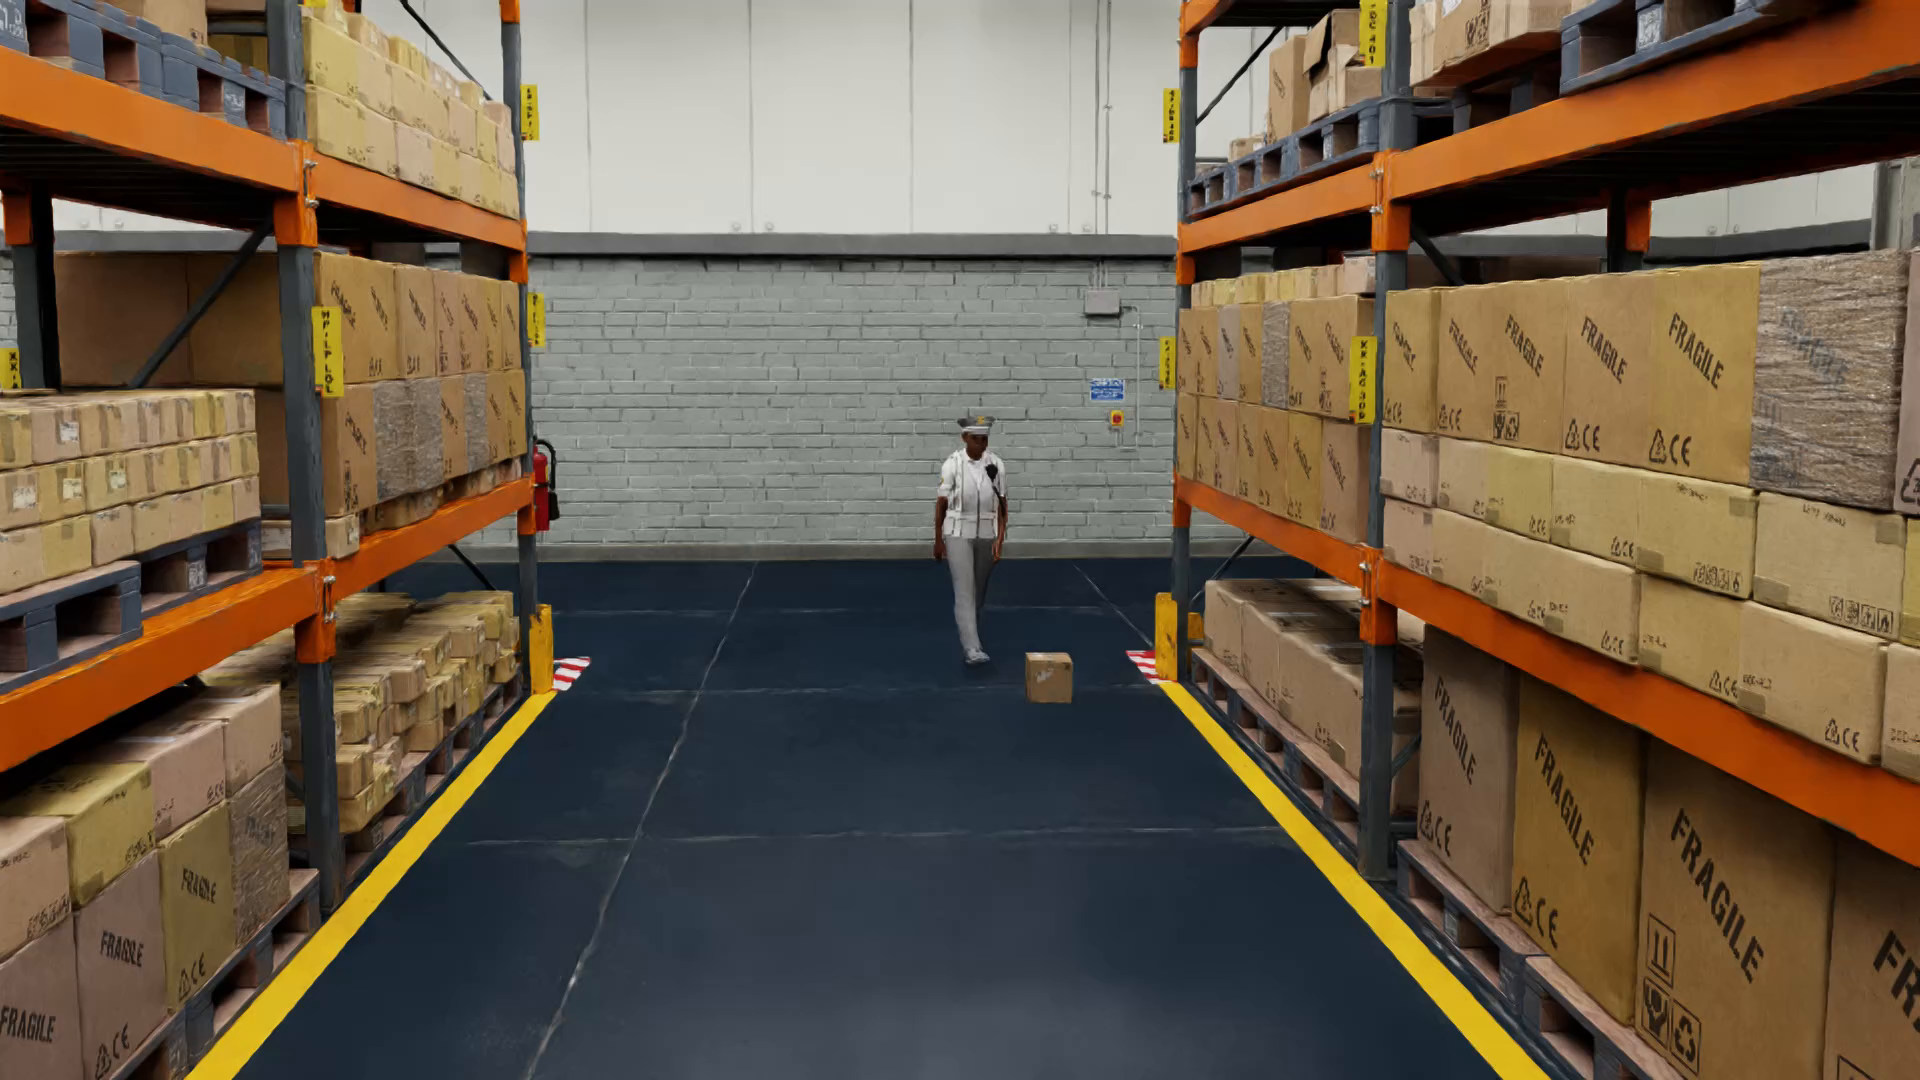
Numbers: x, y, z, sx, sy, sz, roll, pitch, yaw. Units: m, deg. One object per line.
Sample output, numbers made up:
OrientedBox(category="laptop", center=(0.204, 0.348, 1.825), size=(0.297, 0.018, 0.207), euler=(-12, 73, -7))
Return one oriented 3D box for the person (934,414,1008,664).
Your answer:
OrientedBox(category="person", center=(0.098, -0.020, 10.857), size=(0.456, 1.600, 0.999), euler=(-2, 7, -18))
